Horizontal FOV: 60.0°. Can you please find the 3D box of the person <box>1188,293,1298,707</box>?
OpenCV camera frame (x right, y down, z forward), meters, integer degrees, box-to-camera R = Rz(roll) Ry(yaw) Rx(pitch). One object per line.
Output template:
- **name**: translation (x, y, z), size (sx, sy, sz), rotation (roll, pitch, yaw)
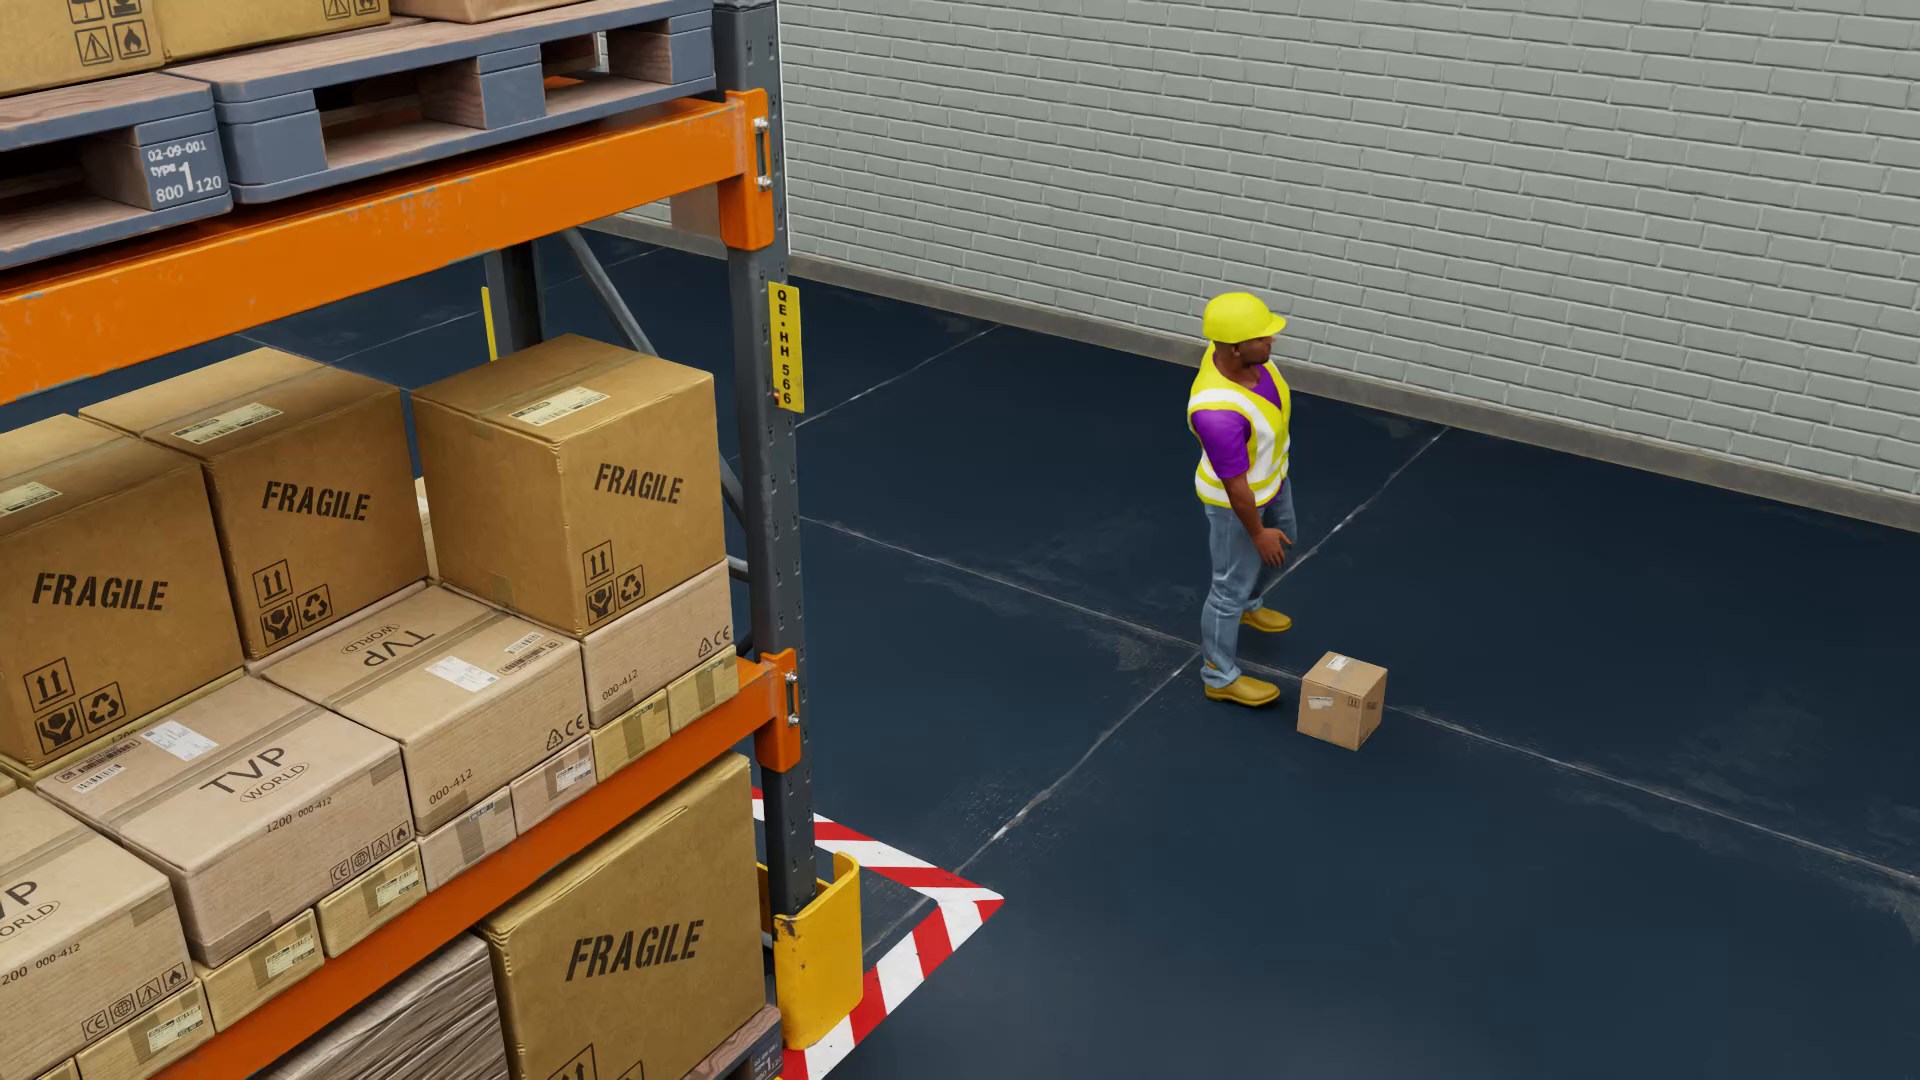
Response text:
- **person**: translation (1.148, -0.186, 6.450), size (0.425, 1.760, 0.860), rotation (15, 30, 26)
